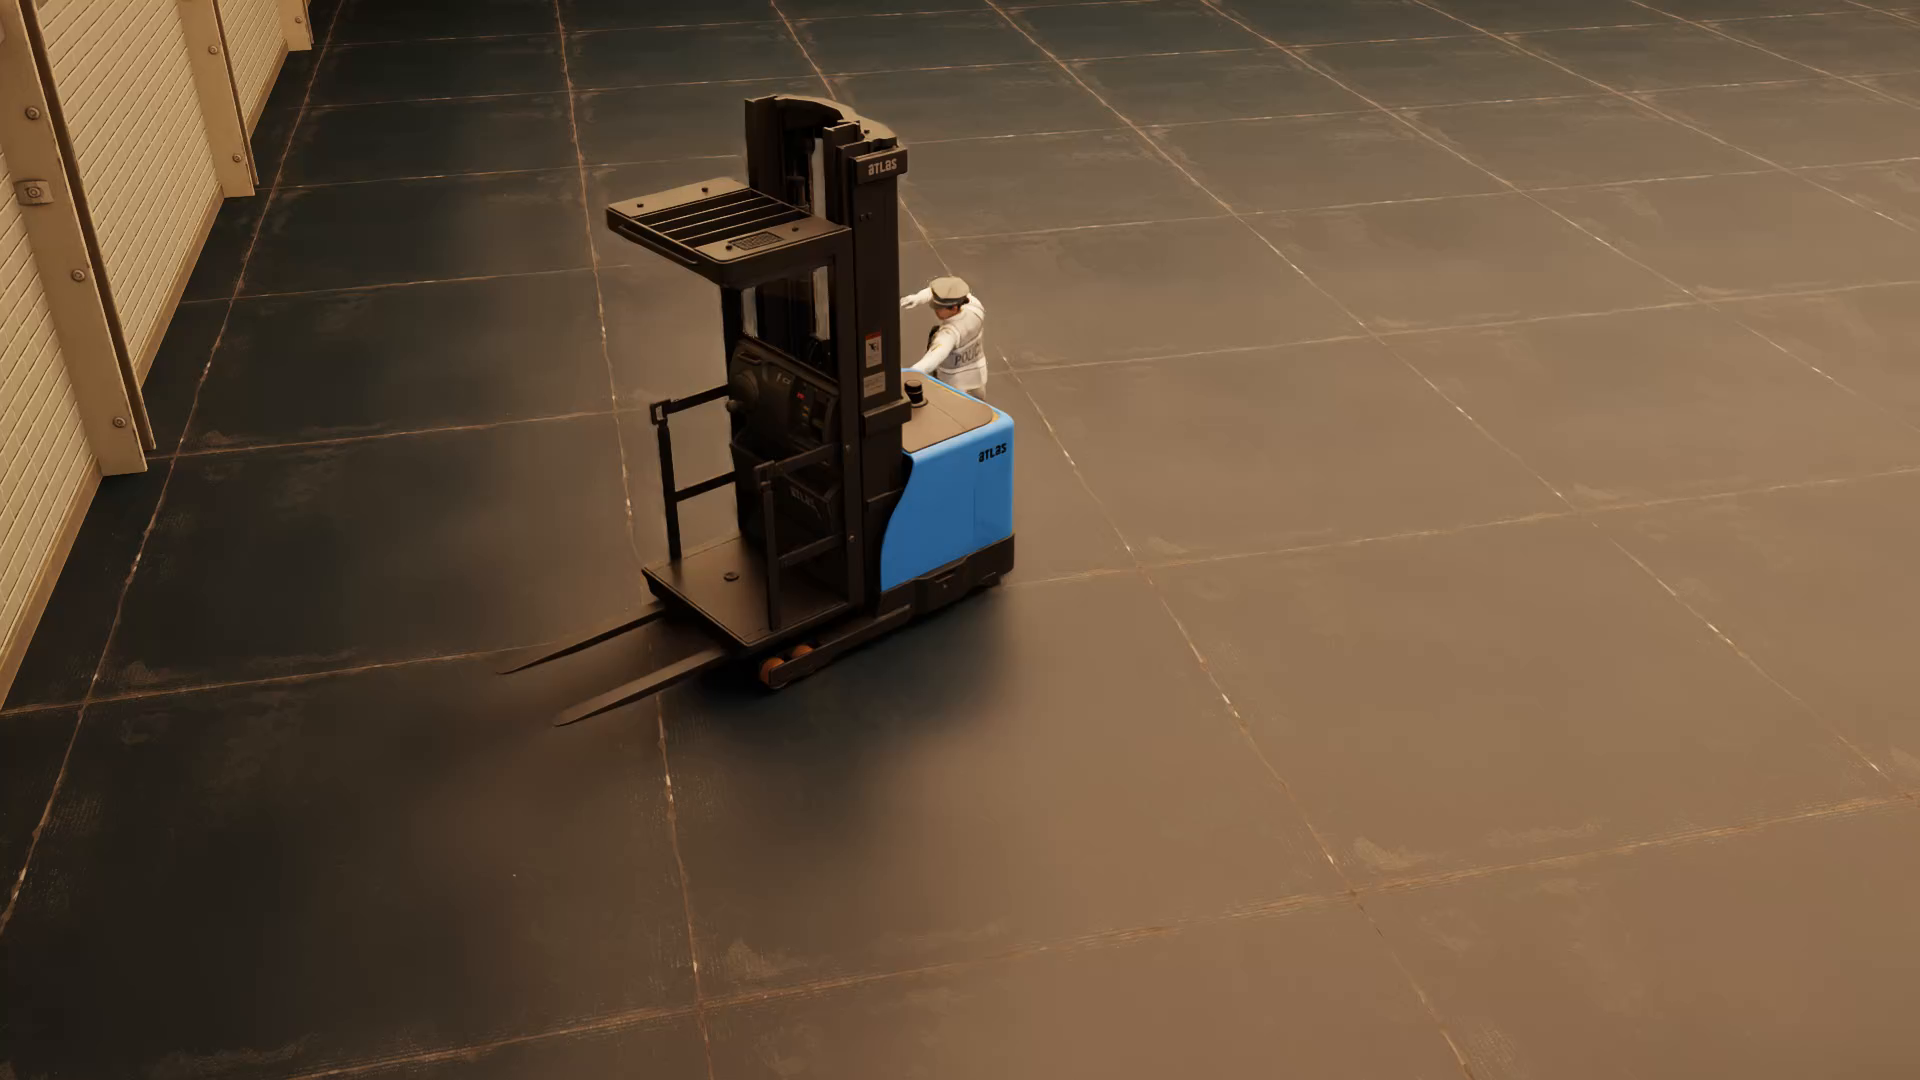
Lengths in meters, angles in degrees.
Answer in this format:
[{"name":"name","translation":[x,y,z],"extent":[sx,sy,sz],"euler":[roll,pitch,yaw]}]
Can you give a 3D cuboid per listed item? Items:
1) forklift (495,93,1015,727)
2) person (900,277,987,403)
[{"name":"forklift","translation":[-1.118,-0.752,8.873],"extent":[3.031,2.935,1.130],"euler":[-23,37,-34]},{"name":"person","translation":[-0.212,-1.082,10.992],"extent":[0.823,1.380,0.945],"euler":[-9,31,-15]}]
